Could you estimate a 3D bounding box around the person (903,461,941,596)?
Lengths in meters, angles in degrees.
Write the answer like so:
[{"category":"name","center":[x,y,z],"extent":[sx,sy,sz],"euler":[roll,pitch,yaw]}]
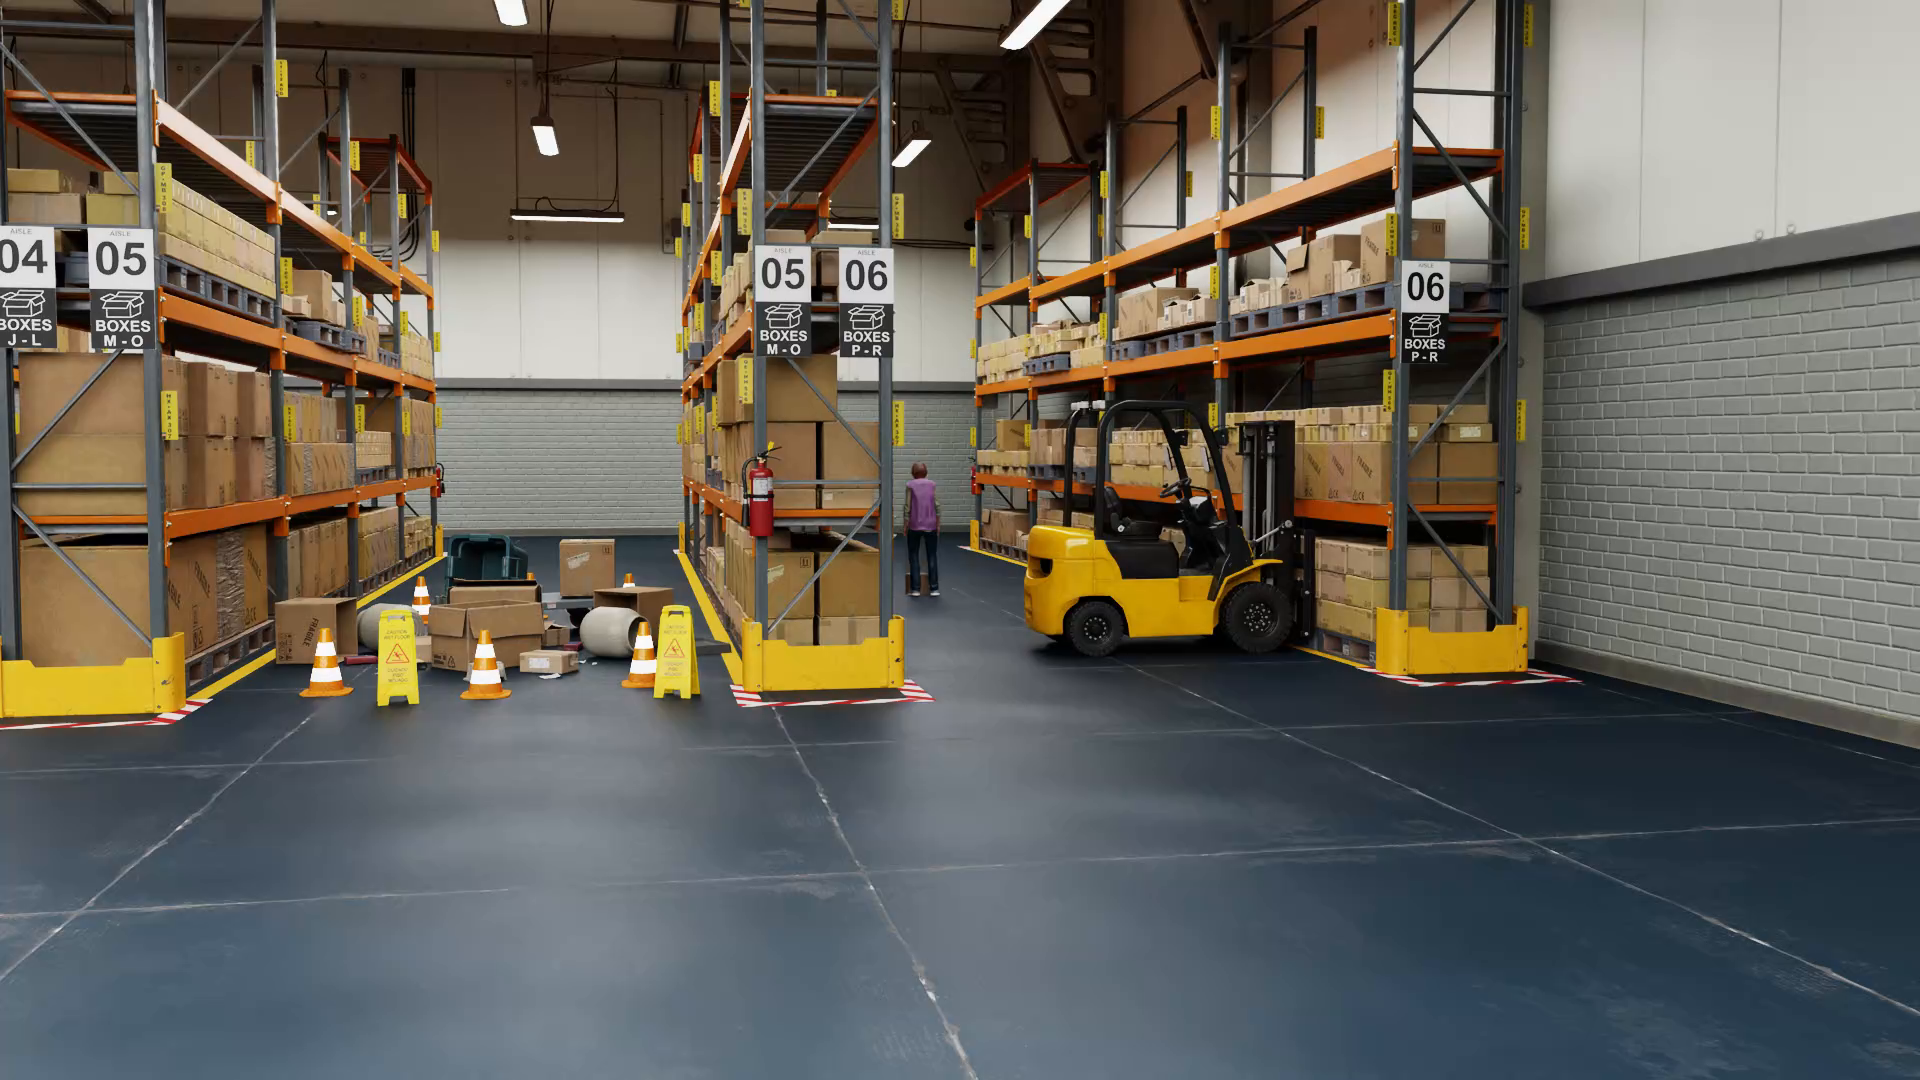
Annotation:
[{"category":"person","center":[-0.453,-0.131,19.608],"extent":[0.469,1.592,0.377],"euler":[-1,3,-14]}]
